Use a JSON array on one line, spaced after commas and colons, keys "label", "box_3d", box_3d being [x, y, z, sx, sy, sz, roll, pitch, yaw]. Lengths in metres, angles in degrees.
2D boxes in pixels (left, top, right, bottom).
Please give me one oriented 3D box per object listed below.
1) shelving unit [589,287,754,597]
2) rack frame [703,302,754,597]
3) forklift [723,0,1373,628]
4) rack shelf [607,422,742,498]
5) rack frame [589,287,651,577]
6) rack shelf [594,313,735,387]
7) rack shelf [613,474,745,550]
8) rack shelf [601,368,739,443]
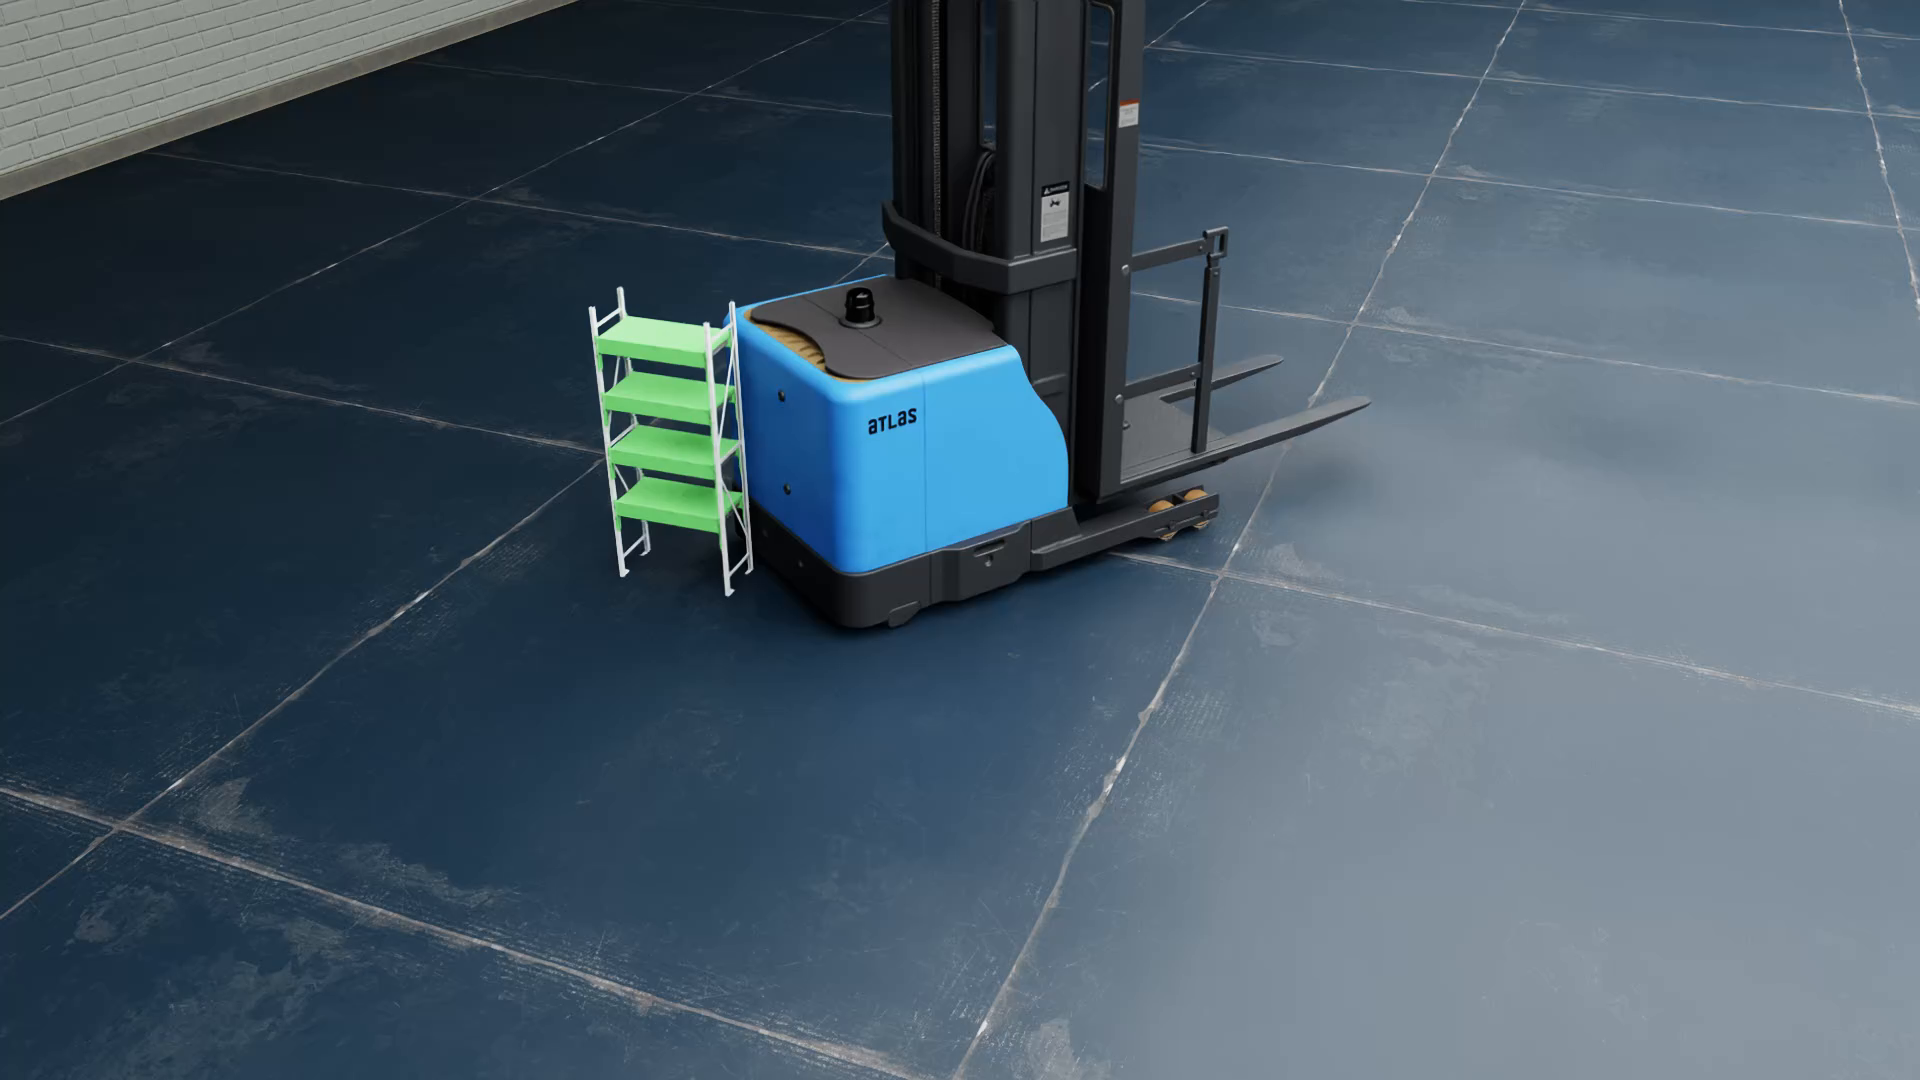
[{"label": "shelving unit", "box_3d": [-1.149, -0.384, 6.710, 0.503, 1.200, 0.258, 10, 31, 16]}, {"label": "rack frame", "box_3d": [-0.919, -0.345, 6.640, 0.015, 1.200, 0.240, 10, 31, 16]}, {"label": "forklift", "box_3d": [0.538, -1.475, 6.882, 3.031, 2.935, 1.130, -18, 34, -29]}, {"label": "rack shelf", "box_3d": [-1.149, -0.328, 6.741, 0.480, 0.148, 0.258, 10, 31, 16]}, {"label": "rack frame", "box_3d": [-1.380, -0.423, 6.779, 0.015, 1.200, 0.240, 10, 31, 16]}, {"label": "rack shelf", "box_3d": [-1.149, -0.746, 6.505, 0.480, 0.148, 0.258, 10, 31, 16]}, {"label": "rack shelf", "box_3d": [-1.149, -0.119, 6.859, 0.480, 0.148, 0.258, 10, 31, 16]}, {"label": "rack shelf", "box_3d": [-1.149, -0.537, 6.623, 0.480, 0.148, 0.258, 10, 31, 16]}]
